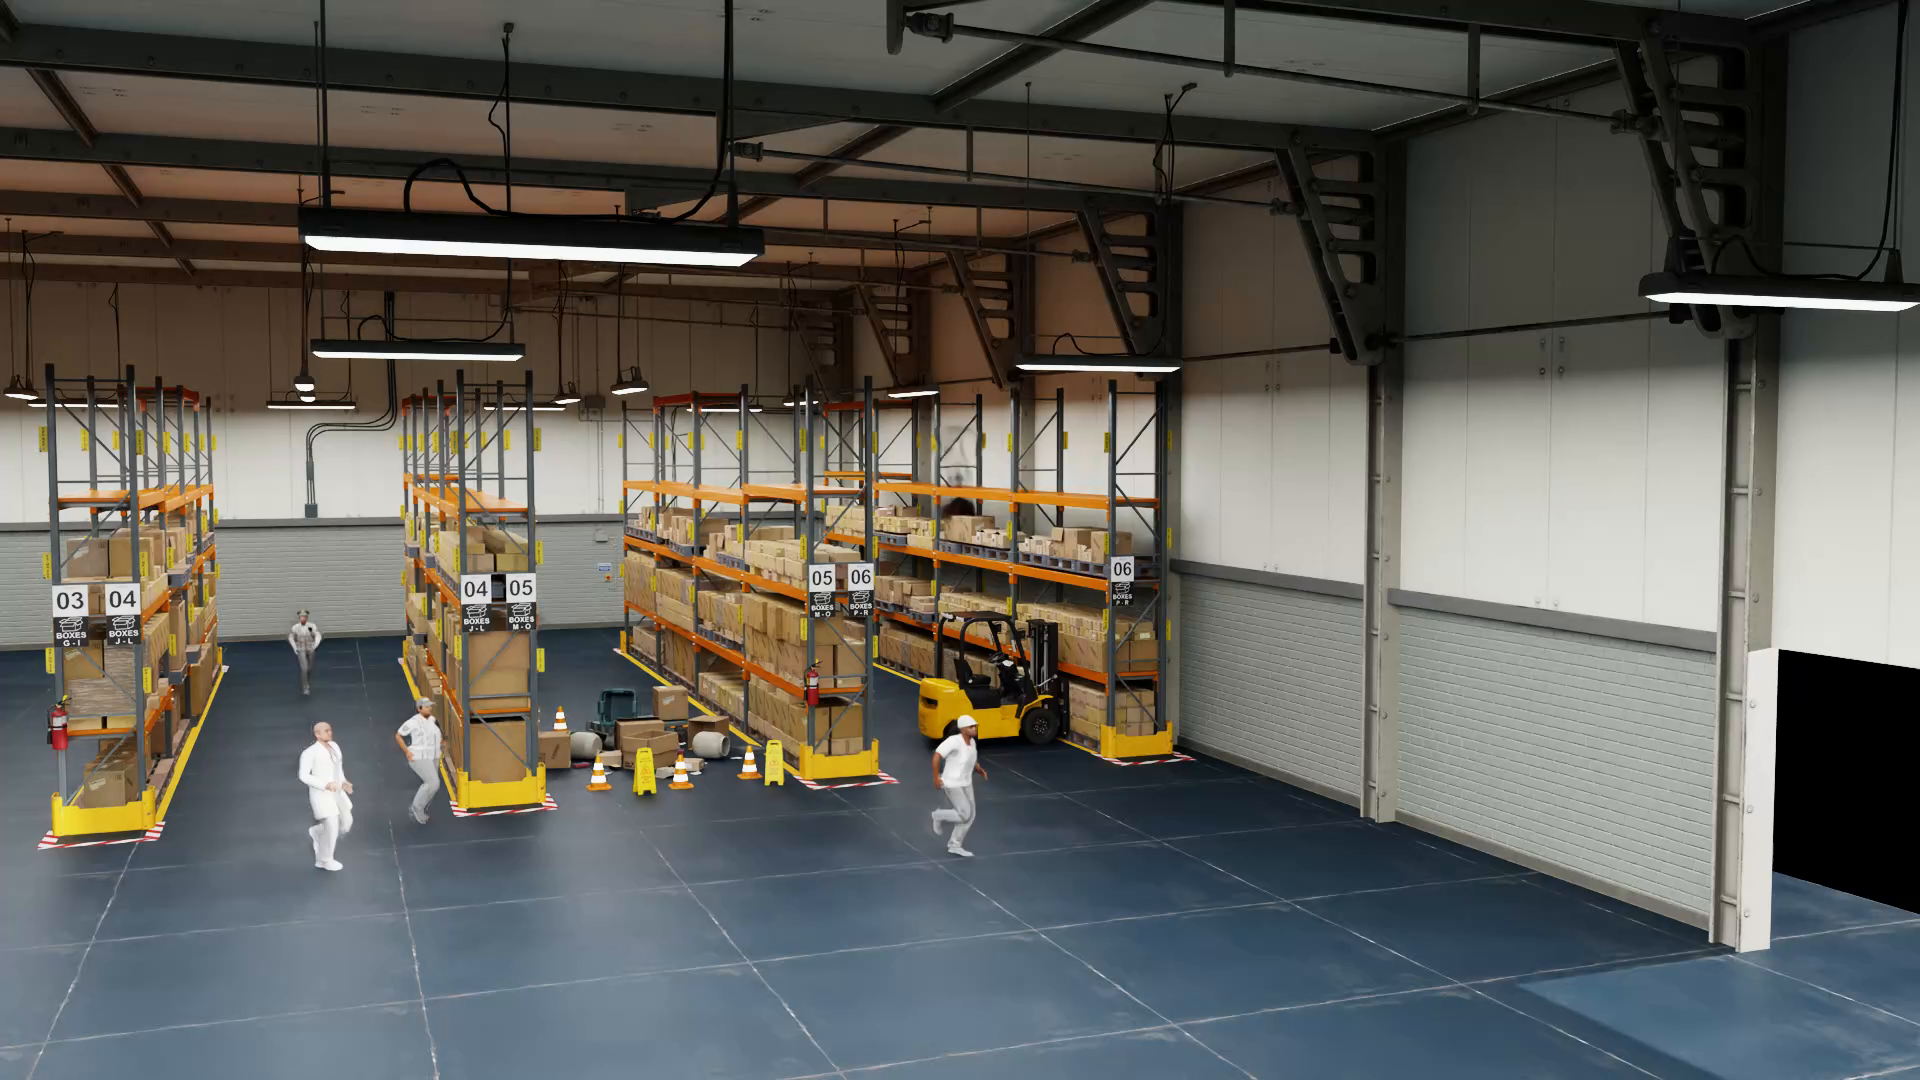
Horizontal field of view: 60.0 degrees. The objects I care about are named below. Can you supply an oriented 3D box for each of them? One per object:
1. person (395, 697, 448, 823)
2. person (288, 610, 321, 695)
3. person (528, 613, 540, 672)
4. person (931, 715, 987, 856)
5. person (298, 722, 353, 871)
[{"bbox_3d":[-7.030,2.895,21.902,0.649,1.650,0.587,1,4,20],"label":"person"},{"bbox_3d":[-13.112,2.229,33.299,0.616,1.708,0.715,-2,4,-26],"label":"person"},{"bbox_3d":[-9.361,2.089,35.852,0.570,1.666,1.081,-2,4,-26],"label":"person"},{"bbox_3d":[-0.027,2.980,20.242,0.687,1.714,0.744,2,4,34],"label":"person"},{"bbox_3d":[-7.455,3.002,19.531,0.637,1.735,0.711,1,4,19],"label":"person"}]
